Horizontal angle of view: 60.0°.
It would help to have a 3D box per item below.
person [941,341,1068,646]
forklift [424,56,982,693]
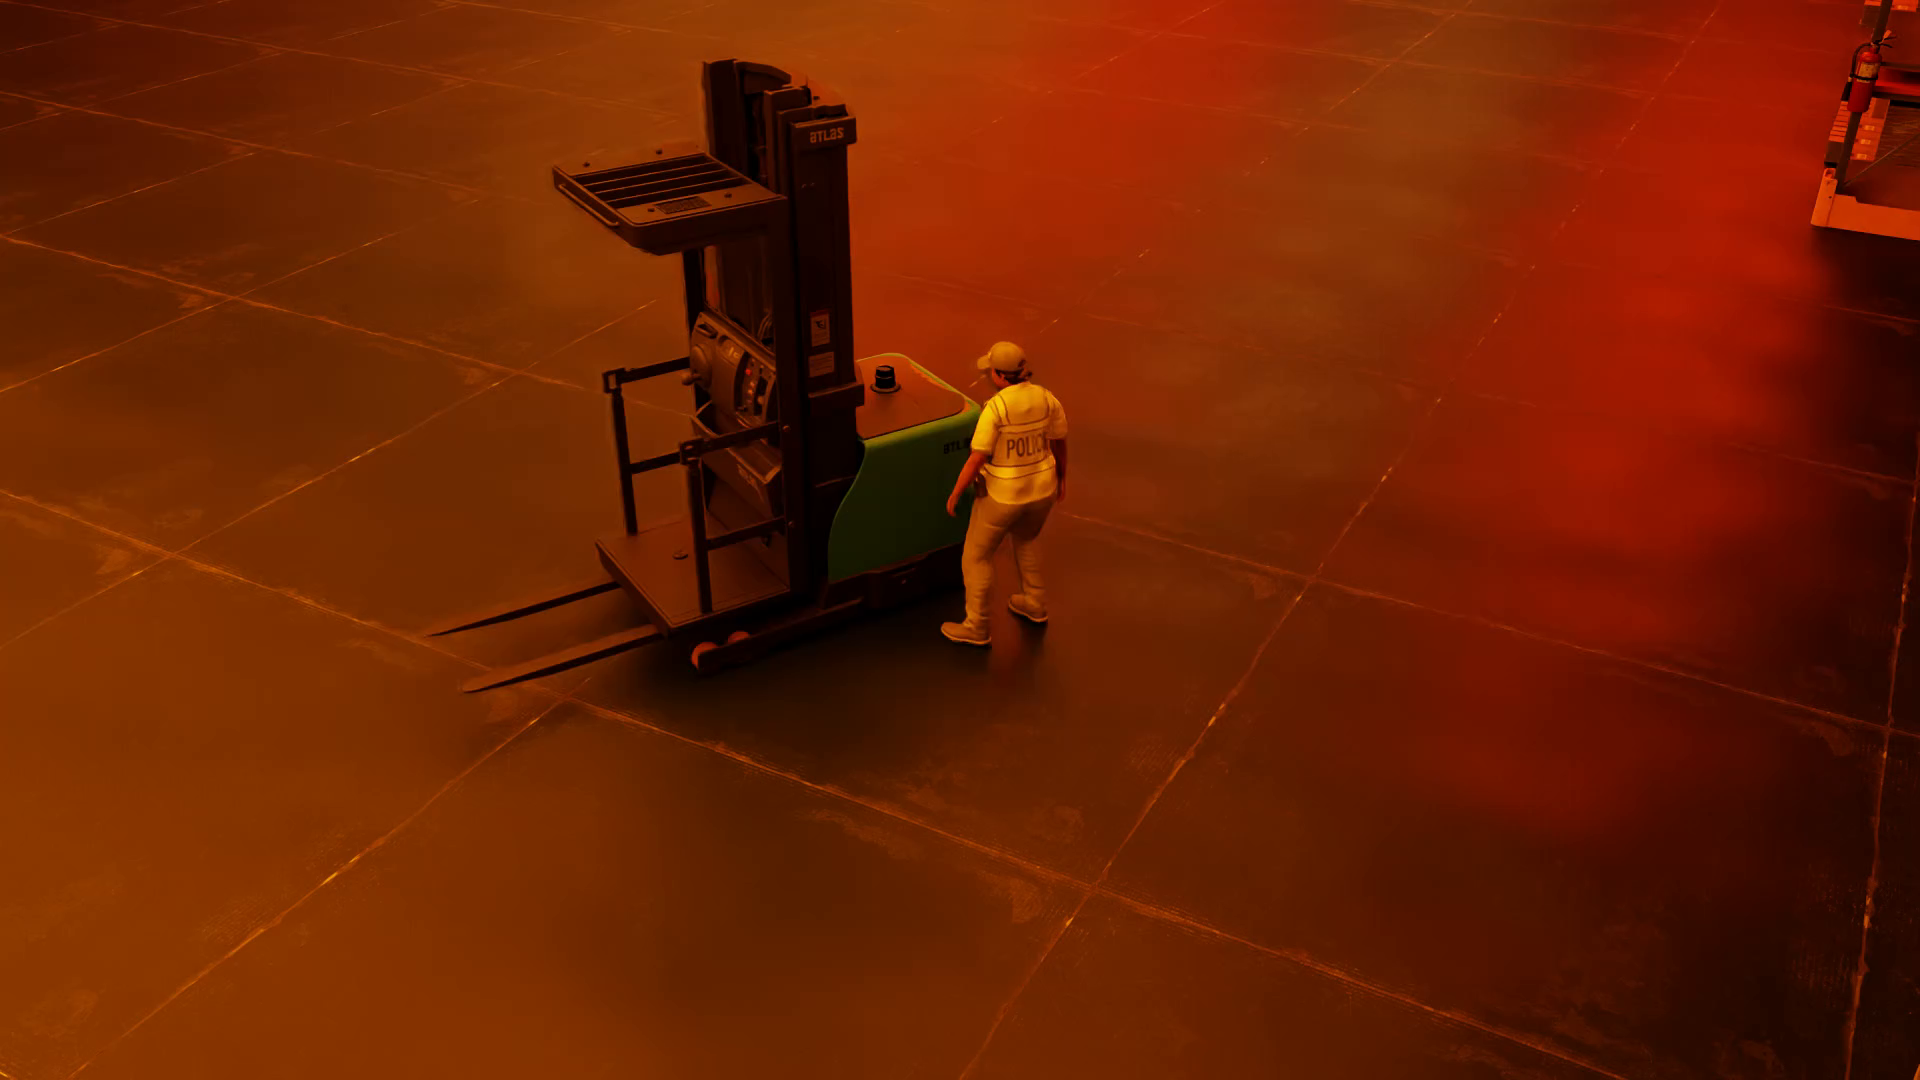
[{"bbox_3d":[0.246,-0.265,8.822,0.740,1.645,0.435,-19,35,-29],"label":"person"},{"bbox_3d":[-1.359,-0.865,8.570,3.031,2.935,1.130,-18,34,-28],"label":"forklift"}]
